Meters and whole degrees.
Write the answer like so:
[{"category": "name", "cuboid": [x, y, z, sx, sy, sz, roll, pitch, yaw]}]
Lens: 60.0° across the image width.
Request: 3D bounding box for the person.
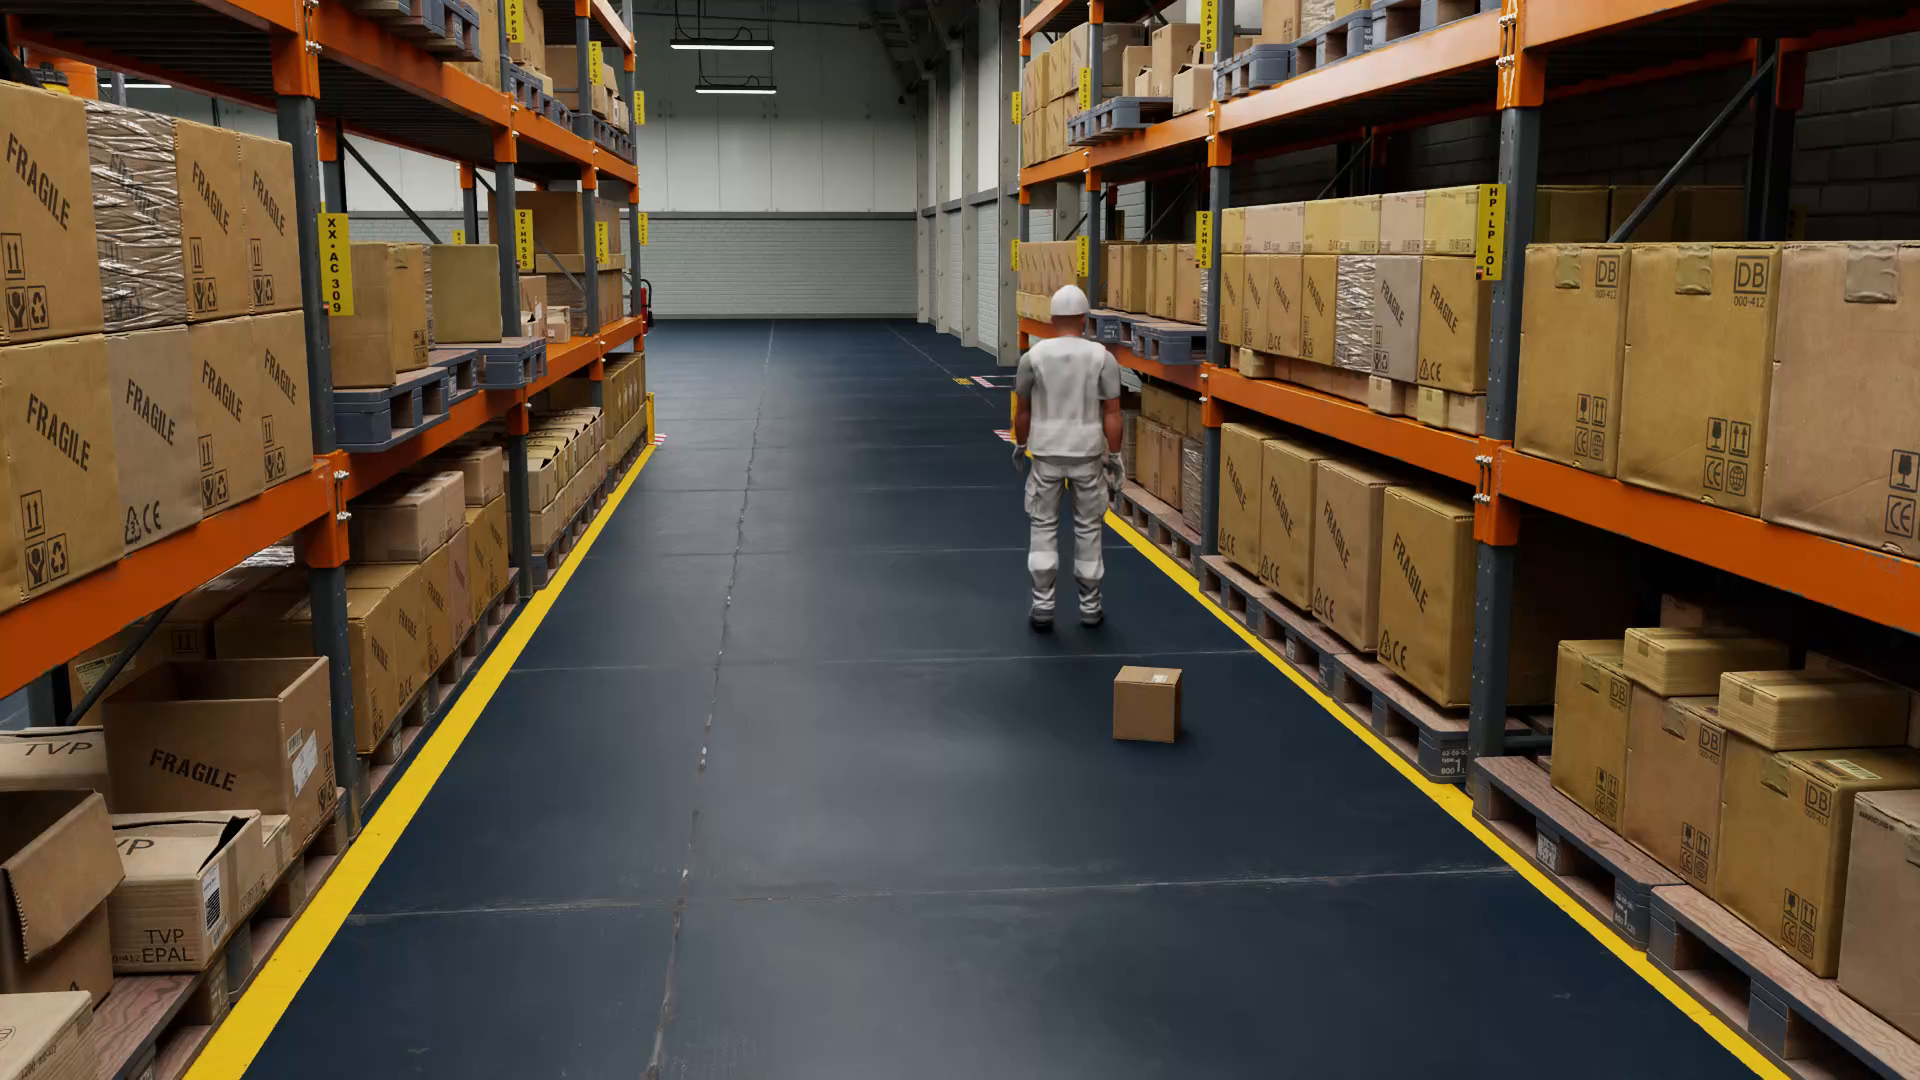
[{"category": "person", "cuboid": [0.583, -0.439, 8.734, 0.600, 1.800, 0.430, 1, 10, 5]}]
